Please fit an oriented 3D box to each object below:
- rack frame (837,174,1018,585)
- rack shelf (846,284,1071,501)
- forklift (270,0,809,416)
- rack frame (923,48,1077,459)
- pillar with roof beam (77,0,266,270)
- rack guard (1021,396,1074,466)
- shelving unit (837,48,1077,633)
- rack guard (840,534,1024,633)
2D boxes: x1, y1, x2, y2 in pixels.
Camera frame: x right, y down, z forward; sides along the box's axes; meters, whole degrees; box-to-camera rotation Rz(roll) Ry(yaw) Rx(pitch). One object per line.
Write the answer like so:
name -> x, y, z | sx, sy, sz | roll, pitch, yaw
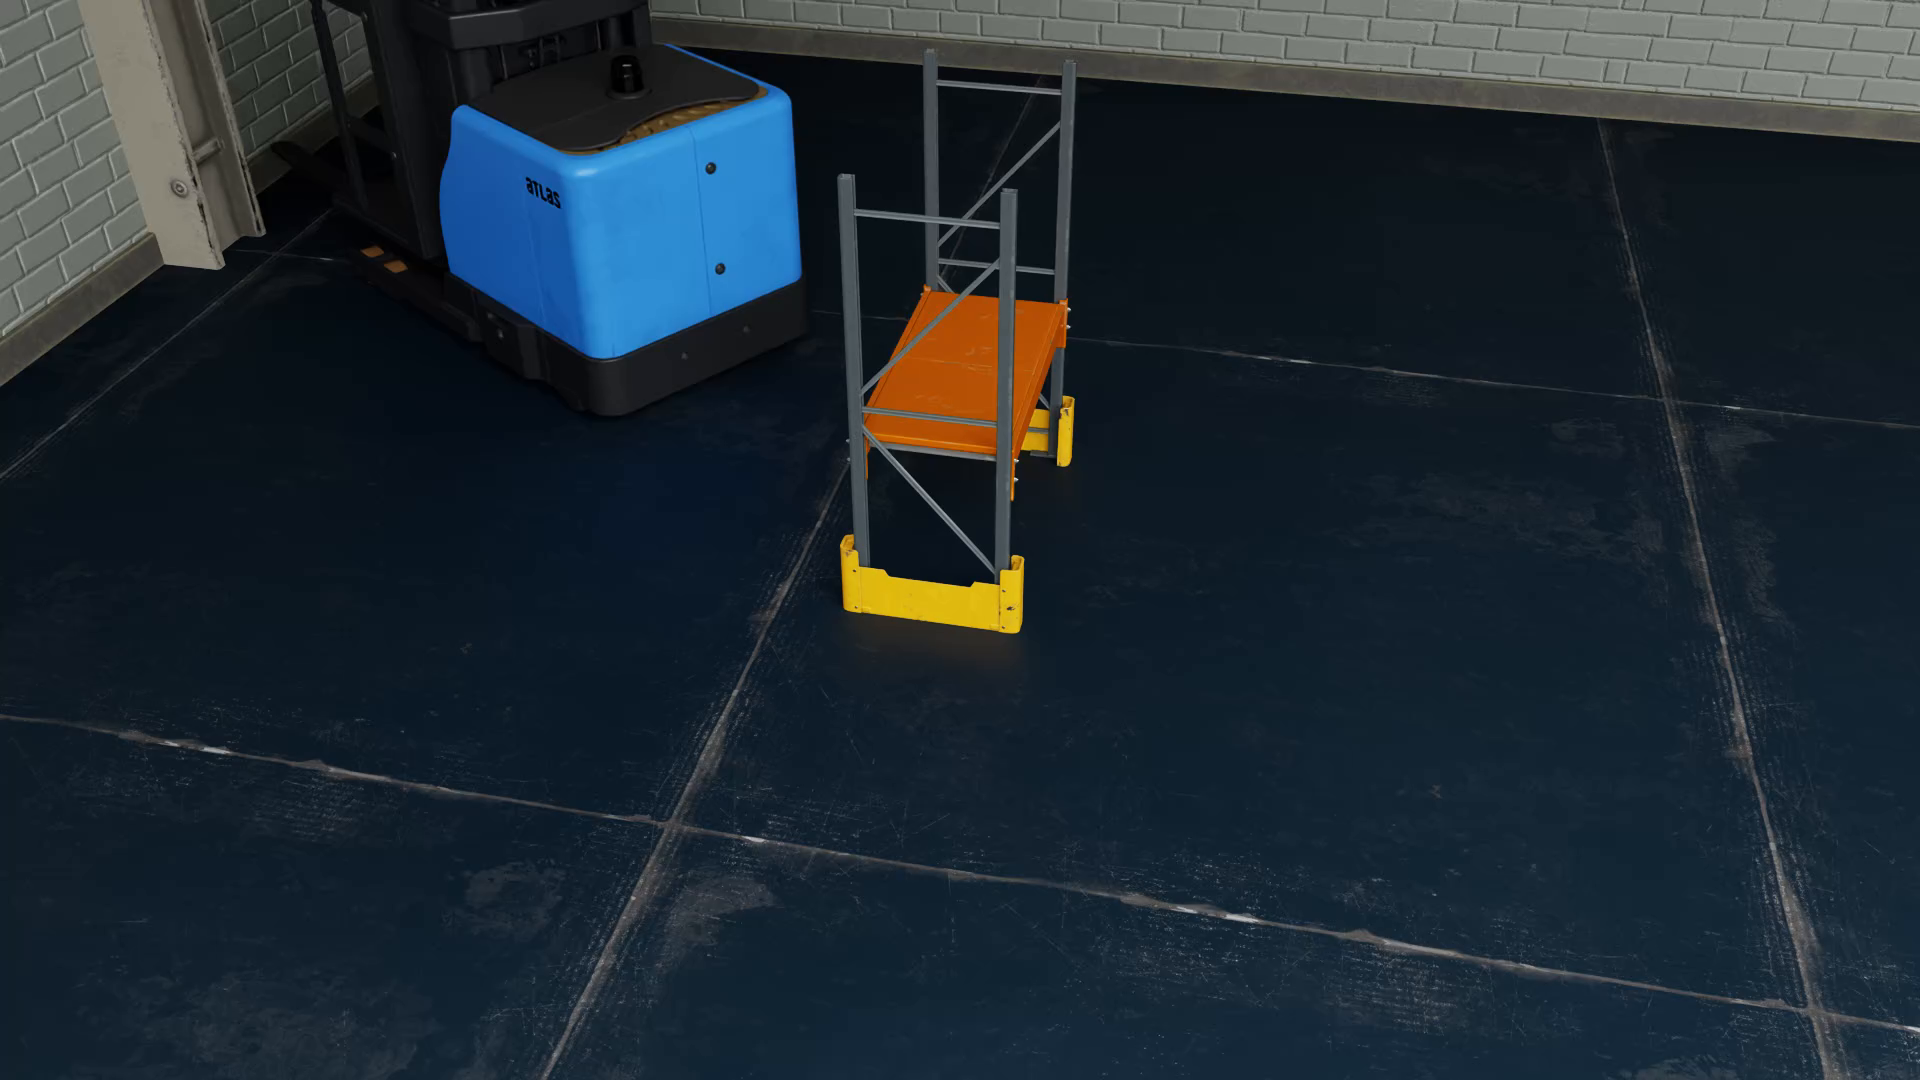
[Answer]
rack frame -> -0.090, -0.365, 4.975 | 0.500, 1.500, 0.032 | 7, 37, 10
rack shelf -> 0.018, -0.511, 5.483 | 0.538, 0.185, 1.000 | 7, 37, 10
forklift -> -2.015, -2.415, 6.585 | 1.130, 2.935, 3.031 | -30, 46, -35
rack frame -> 0.127, -0.948, 5.779 | 0.500, 1.500, 0.032 | 7, 37, 10
pillar with roof beam -> 0.795, -4.441, 4.209 | 9.100, 9.000, 0.400 | 7, 37, 10
rack guard -> 0.123, -0.430, 6.131 | 0.587, 0.250, 0.087 | 7, 37, 10
shelving unit -> 0.016, -0.651, 5.370 | 0.587, 1.500, 1.083 | 7, 37, 10
rack guard -> -0.090, 0.141, 5.343 | 0.587, 0.250, 0.087 | 7, 37, 10
